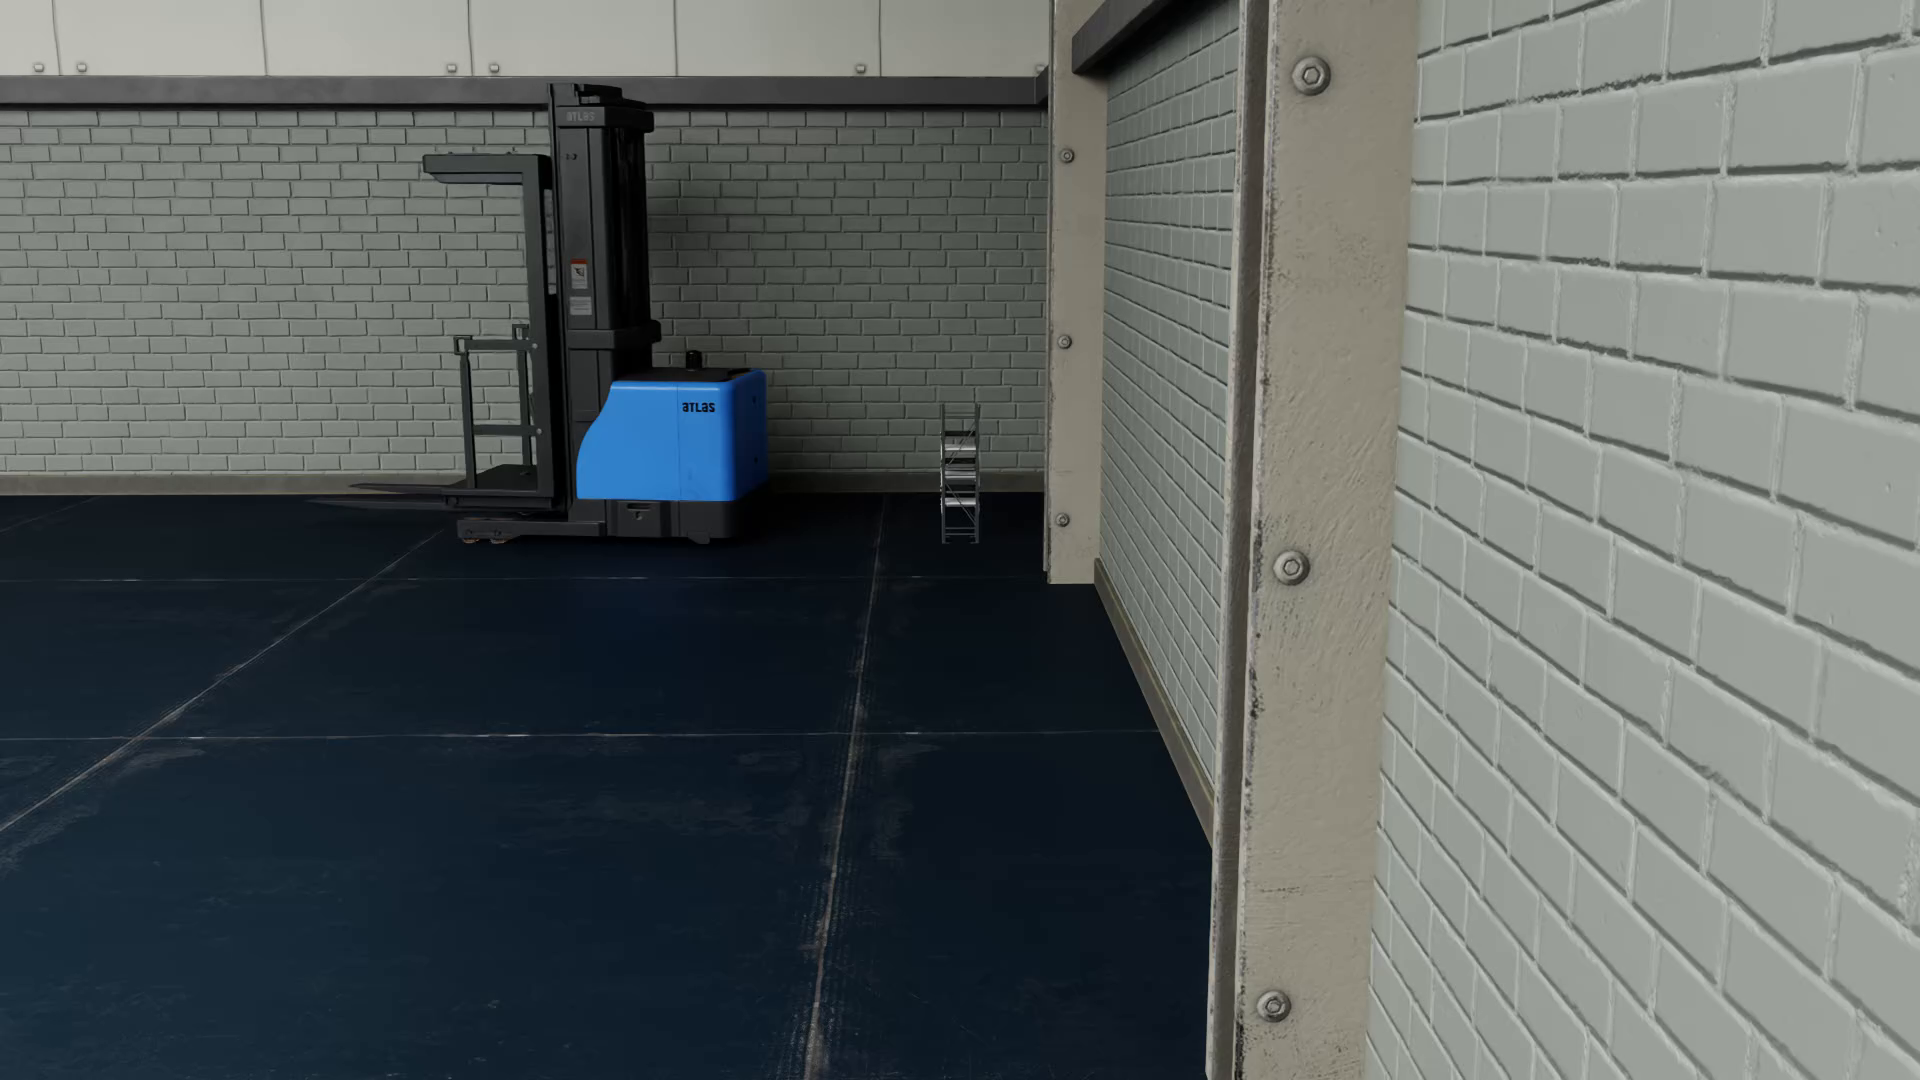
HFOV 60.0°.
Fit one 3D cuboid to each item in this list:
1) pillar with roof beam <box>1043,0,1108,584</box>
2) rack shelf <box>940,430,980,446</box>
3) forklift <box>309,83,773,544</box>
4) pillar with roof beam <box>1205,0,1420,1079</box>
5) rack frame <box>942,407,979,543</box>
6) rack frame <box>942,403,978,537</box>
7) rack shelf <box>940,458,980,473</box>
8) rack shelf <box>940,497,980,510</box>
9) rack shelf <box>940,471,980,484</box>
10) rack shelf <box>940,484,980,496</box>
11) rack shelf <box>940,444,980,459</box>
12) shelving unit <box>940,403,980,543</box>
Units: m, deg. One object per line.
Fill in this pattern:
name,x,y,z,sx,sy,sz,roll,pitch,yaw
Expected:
pillar with roof beam,-3.635,-4.176,9.009,9.100,9.000,0.400,0,11,-1
rack shelf,0.000,-0.671,10.915,0.258,0.077,0.200,0,11,-1
forklift,-2.864,-1.512,11.141,3.031,2.935,1.130,1,12,7
pillar with roof beam,-3.511,-2.983,3.130,9.100,9.000,0.400,0,11,-1
rack frame,0.002,-0.419,10.862,0.240,0.900,0.006,0,11,-1
rack frame,-0.002,-0.460,11.061,0.240,0.900,0.006,0,11,-1
rack shelf,0.000,-0.495,10.950,0.258,0.077,0.200,0,11,-1
rack shelf,0.000,-0.230,11.004,0.258,0.077,0.200,0,11,-1
rack shelf,0.000,-0.407,10.968,0.258,0.077,0.200,0,11,-1
rack shelf,0.000,-0.319,10.986,0.258,0.077,0.200,0,11,-1
rack shelf,0.000,-0.583,10.933,0.258,0.077,0.200,0,11,-1
shelving unit,0.000,-0.439,10.962,0.258,0.900,0.210,0,11,-1
